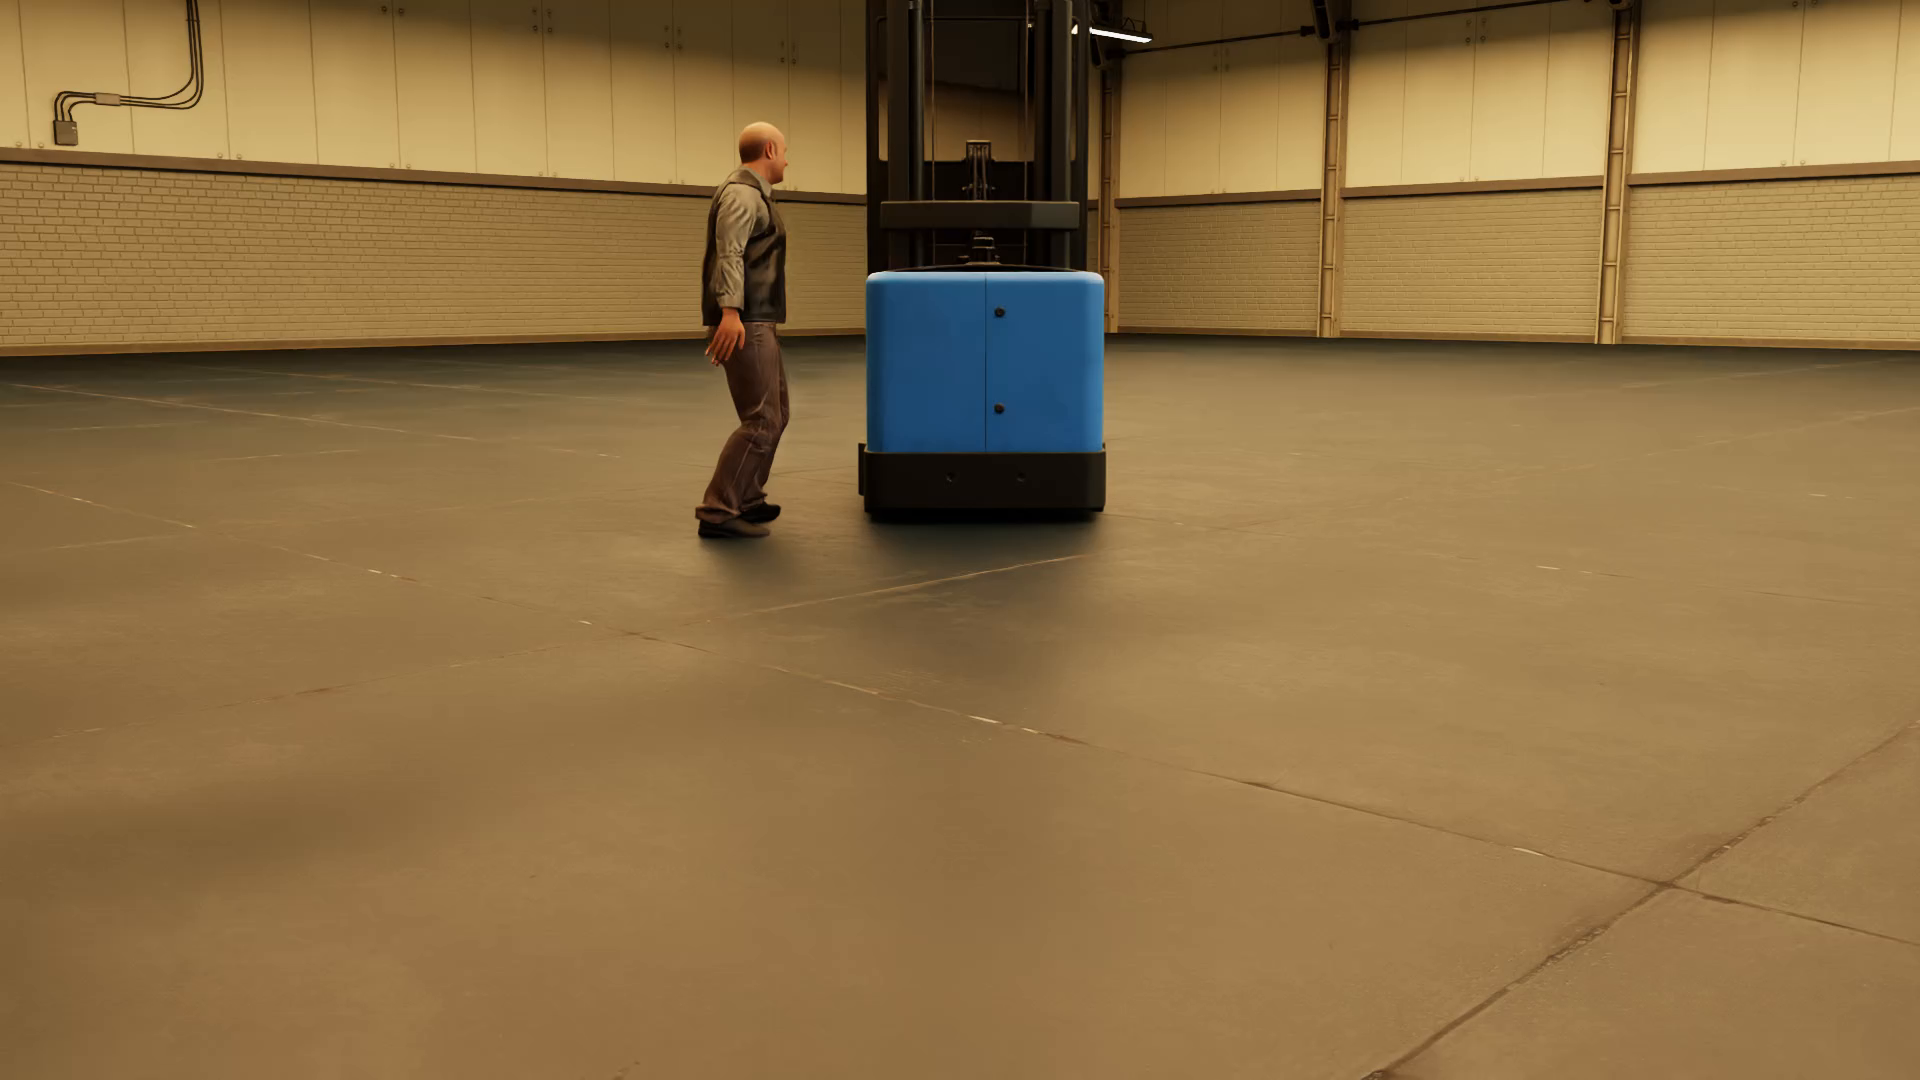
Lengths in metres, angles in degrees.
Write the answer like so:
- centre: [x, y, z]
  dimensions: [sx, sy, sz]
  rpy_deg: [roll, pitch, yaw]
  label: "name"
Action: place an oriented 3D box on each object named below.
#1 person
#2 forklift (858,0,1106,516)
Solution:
- centre: [-0.900, -0.859, 6.857]
  dimensions: [0.408, 1.694, 0.864]
  rpy_deg: [-1, 9, -7]
  label: "person"
- centre: [0.078, -1.739, 8.421]
  dimensions: [1.130, 2.935, 3.031]
  rpy_deg: [0, 9, -1]
  label: "forklift"
